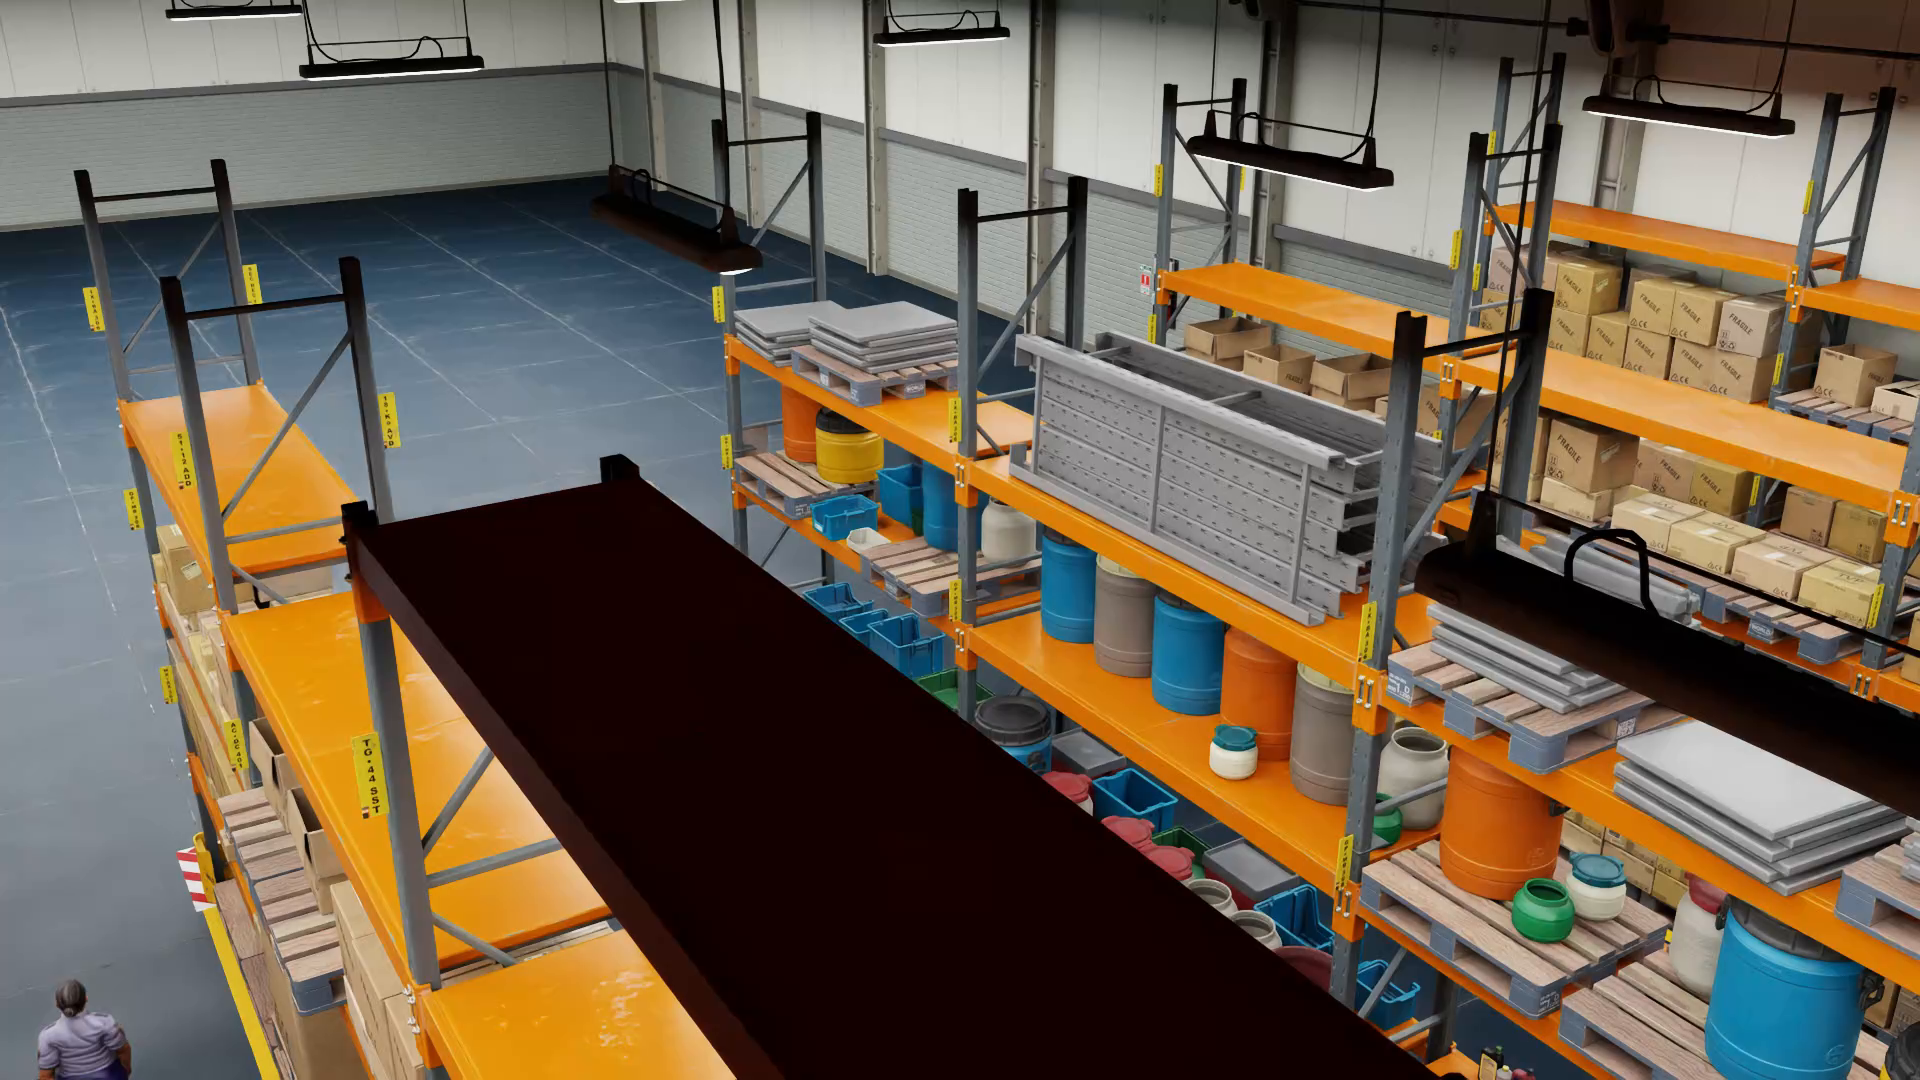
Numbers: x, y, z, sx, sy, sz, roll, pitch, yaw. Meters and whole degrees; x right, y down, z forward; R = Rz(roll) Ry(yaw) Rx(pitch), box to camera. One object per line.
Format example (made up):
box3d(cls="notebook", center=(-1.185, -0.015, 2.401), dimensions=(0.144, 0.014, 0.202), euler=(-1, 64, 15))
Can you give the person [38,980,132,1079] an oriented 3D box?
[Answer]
box3d(cls="person", center=(-5.520, 3.452, 10.596), dimensions=(0.512, 1.585, 0.923), euler=(-7, 23, -17))
